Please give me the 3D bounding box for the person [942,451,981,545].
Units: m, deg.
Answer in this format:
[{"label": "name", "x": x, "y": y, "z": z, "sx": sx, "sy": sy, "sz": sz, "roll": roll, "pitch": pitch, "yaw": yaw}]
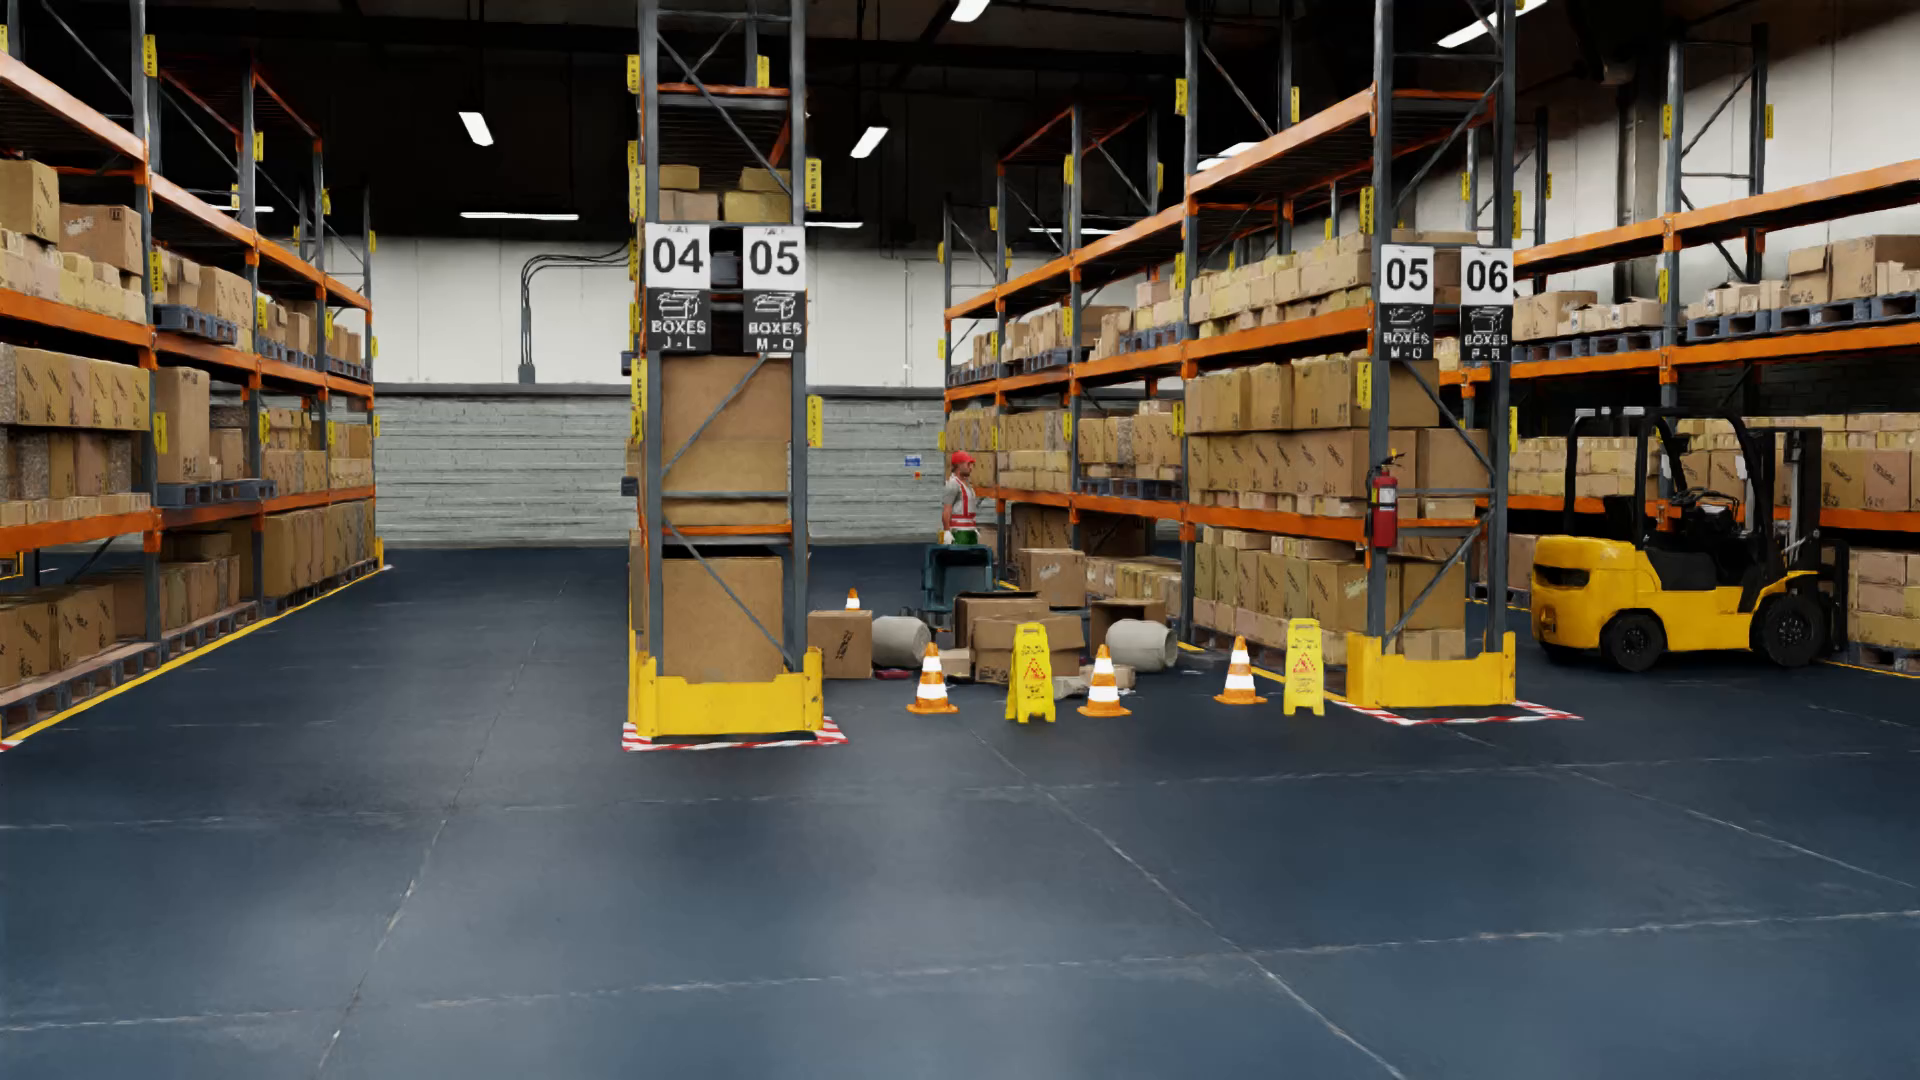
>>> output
[{"label": "person", "x": -0.042, "y": -0.086, "z": 18.185, "sx": 0.656, "sy": 1.783, "sz": 0.649, "roll": 1, "pitch": 3, "yaw": 16}]
